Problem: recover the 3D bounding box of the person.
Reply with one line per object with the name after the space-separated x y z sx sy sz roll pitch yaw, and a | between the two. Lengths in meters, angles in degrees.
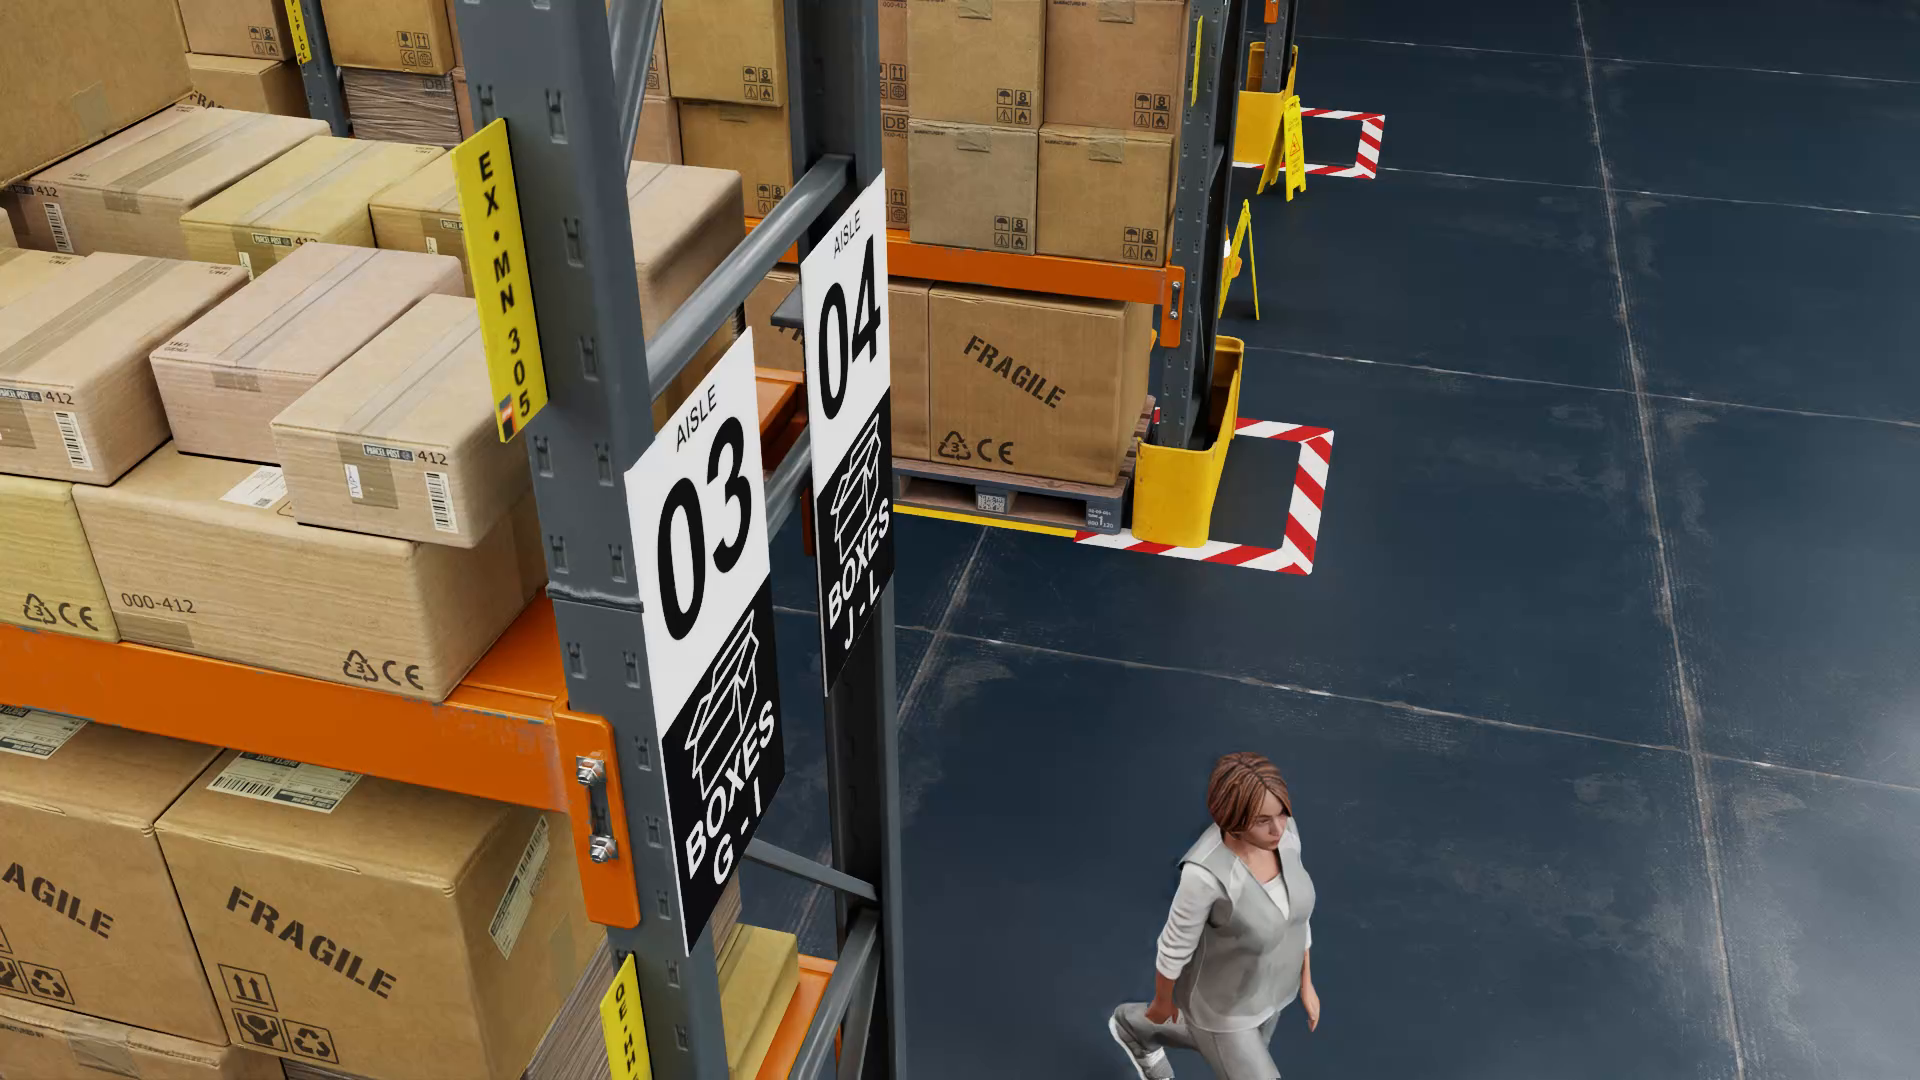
0.699 1.159 4.369 0.869 1.548 0.399 28 43 36 | person
